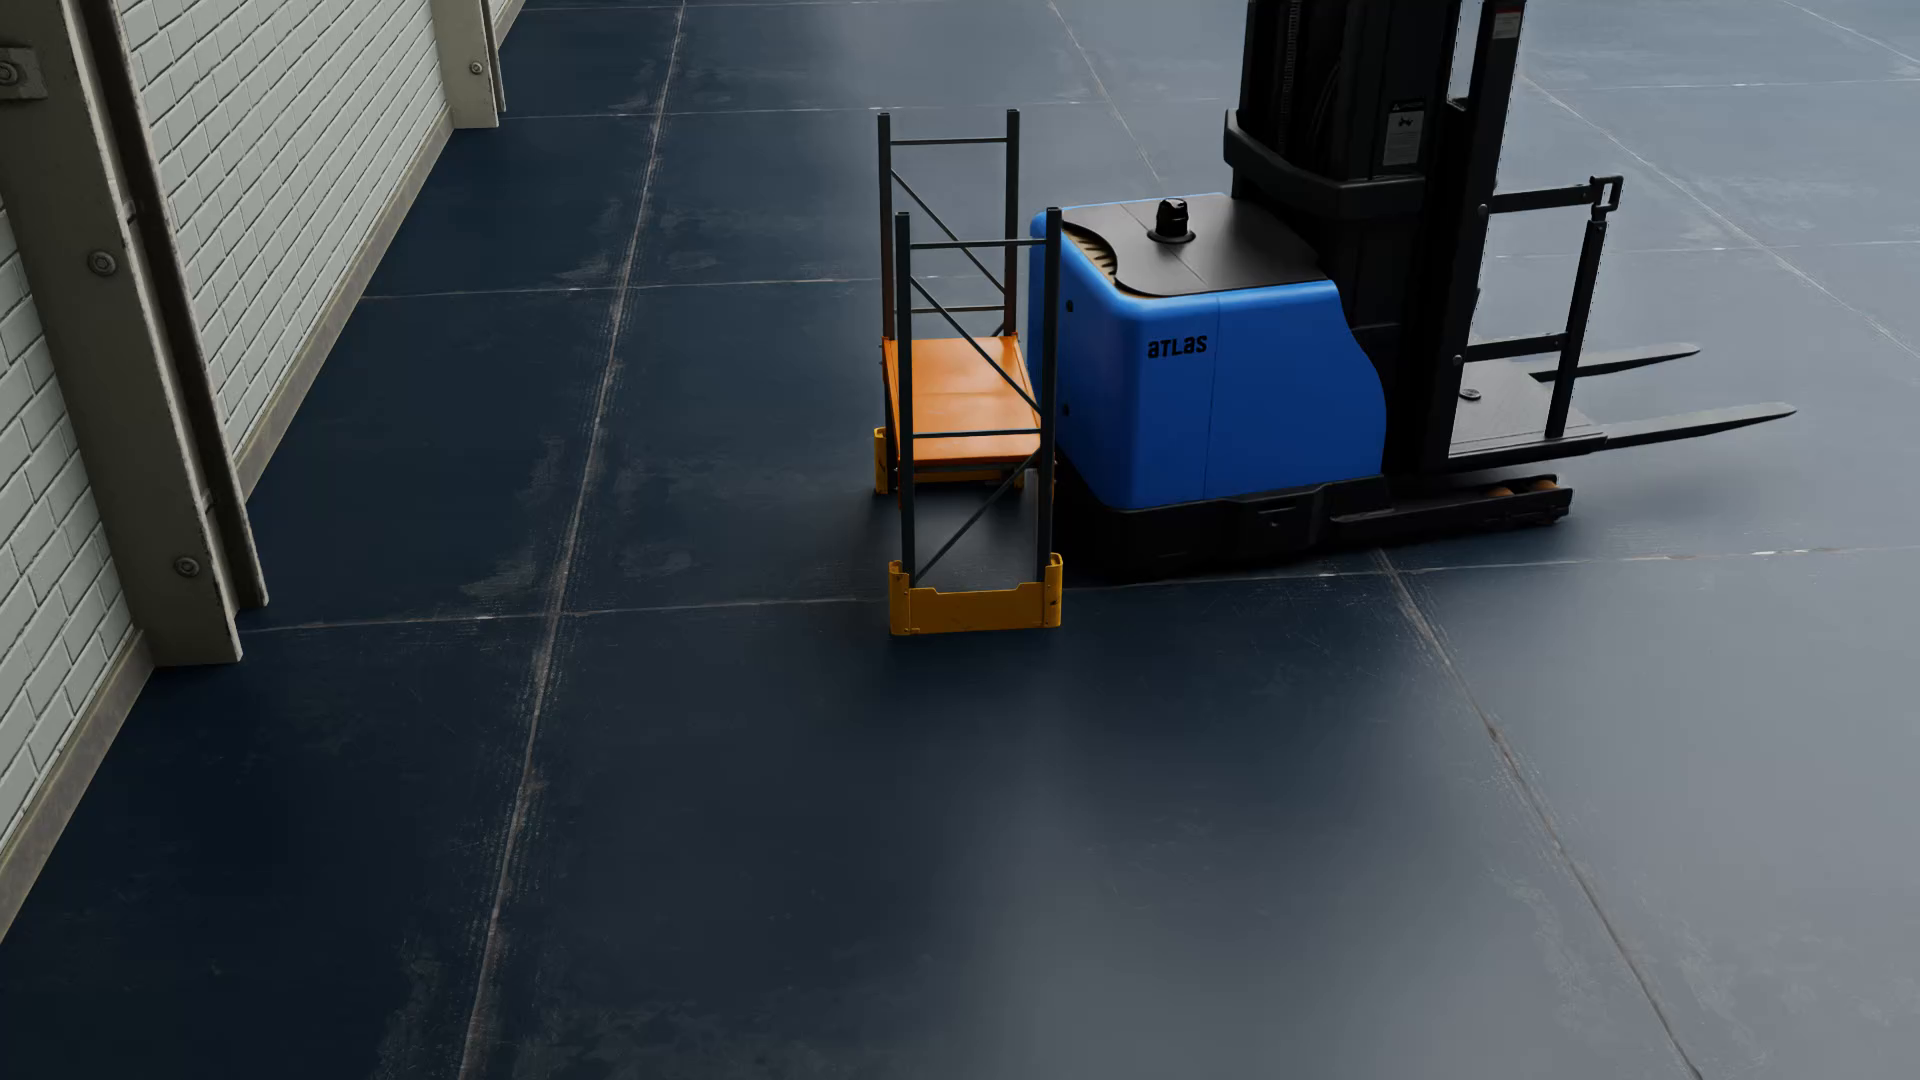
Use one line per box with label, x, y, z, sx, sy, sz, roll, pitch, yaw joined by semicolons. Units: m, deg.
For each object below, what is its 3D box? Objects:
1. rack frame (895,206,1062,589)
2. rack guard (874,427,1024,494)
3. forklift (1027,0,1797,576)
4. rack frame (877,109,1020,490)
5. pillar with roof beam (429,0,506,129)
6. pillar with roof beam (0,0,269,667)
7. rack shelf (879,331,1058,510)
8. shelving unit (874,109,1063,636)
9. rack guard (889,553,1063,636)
rack frame;0.055;-0.341;5.358;0.500;1.500;0.032;-3;31;-5
rack guard;-0.039;-0.323;6.546;0.587;0.250;0.087;-3;31;-5
forklift;1.823;-1.543;5.975;3.031;2.935;1.130;-8;32;-13
rack frame;-0.040;-0.860;6.227;0.500;1.500;0.032;-3;31;-5
pillar with roof beam;1.139;-6.818;8.889;9.100;9.000;0.400;-3;31;-5
pillar with roof beam;1.699;-3.754;3.760;9.100;9.000;0.400;-3;31;-5
rack shelf;0.008;-0.446;5.885;0.538;0.185;1.000;-3;31;-5
shelving unit;0.007;-0.605;5.800;0.587;1.500;1.083;-3;31;-5
rack guard;0.054;0.186;5.695;0.587;0.250;0.087;-3;31;-5
